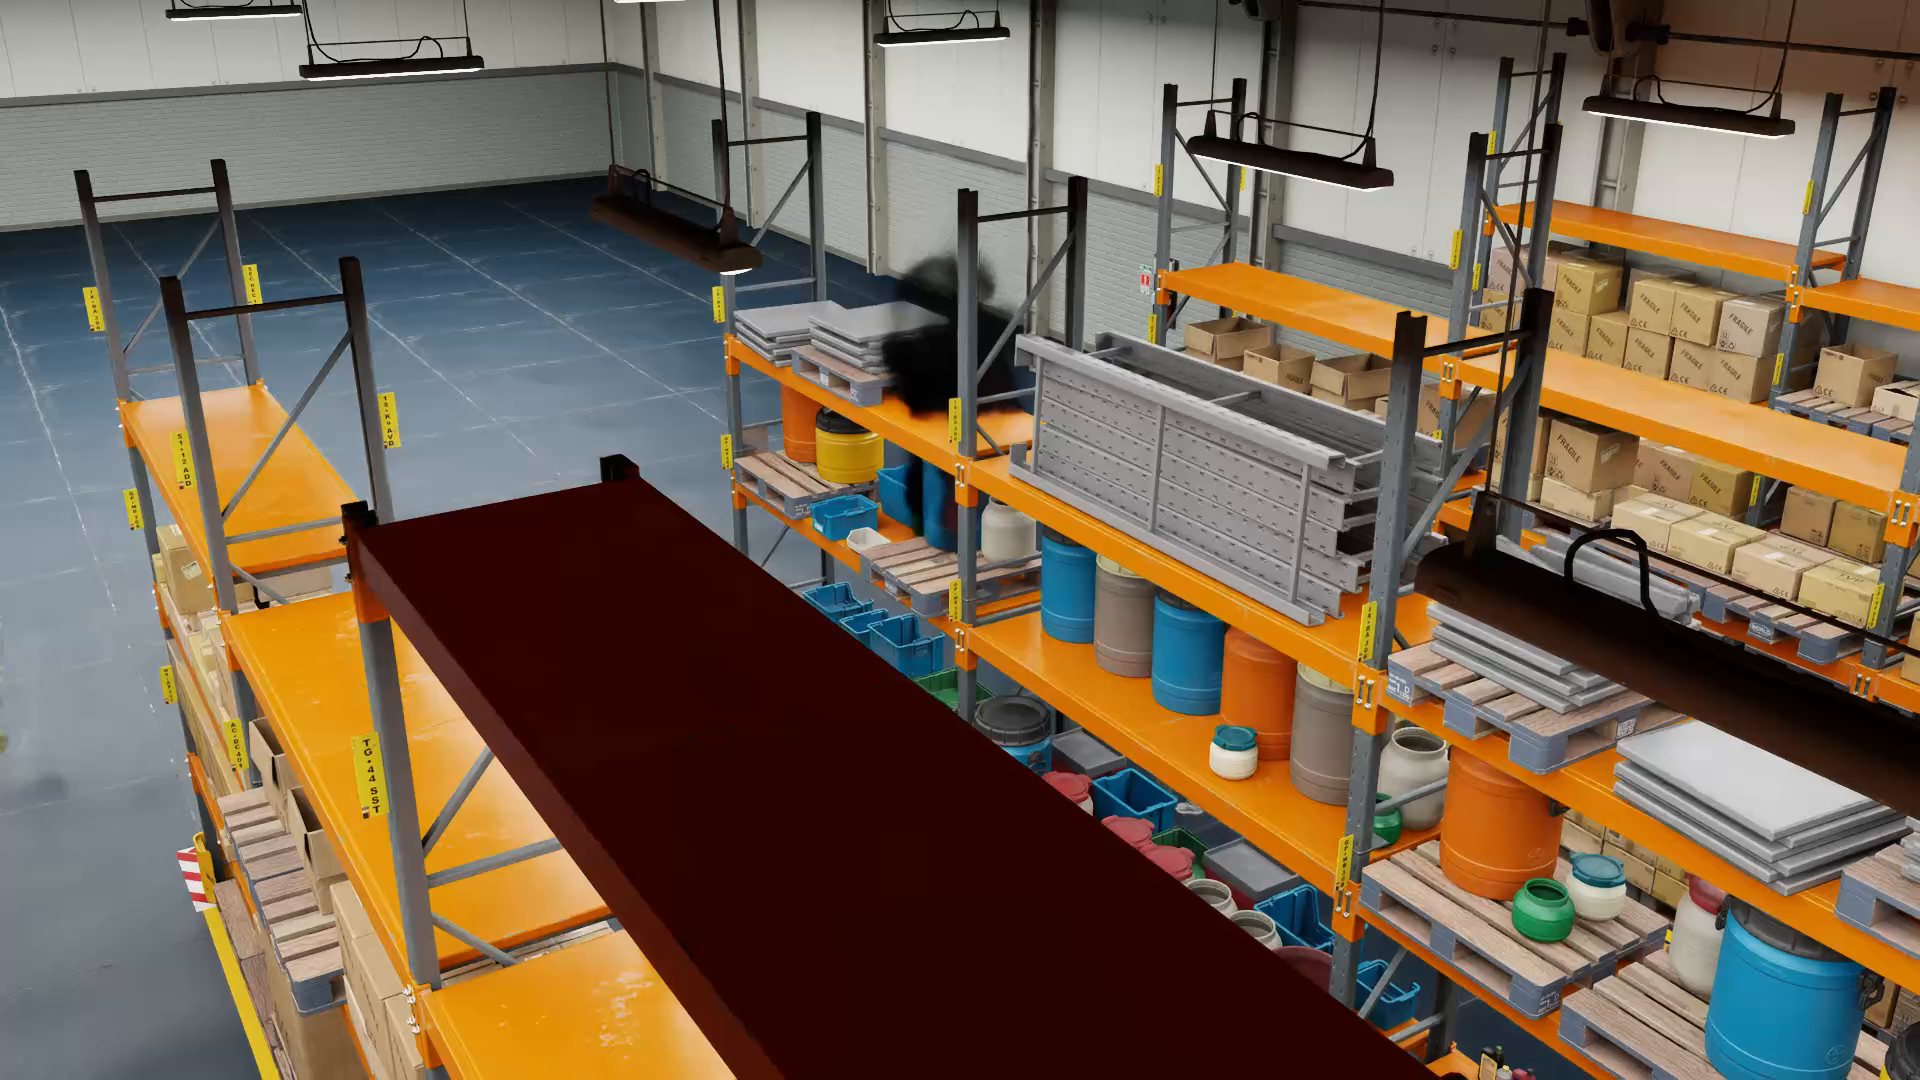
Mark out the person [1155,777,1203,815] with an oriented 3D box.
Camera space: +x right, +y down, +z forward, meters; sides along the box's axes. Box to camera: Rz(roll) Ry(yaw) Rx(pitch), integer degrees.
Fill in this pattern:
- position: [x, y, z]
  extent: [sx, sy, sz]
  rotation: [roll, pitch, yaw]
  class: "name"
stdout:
- position: [1.853, 1.609, 14.370]
  extent: [0.594, 1.795, 0.686]
  rotation: [-14, 26, -31]
  class: "person"
